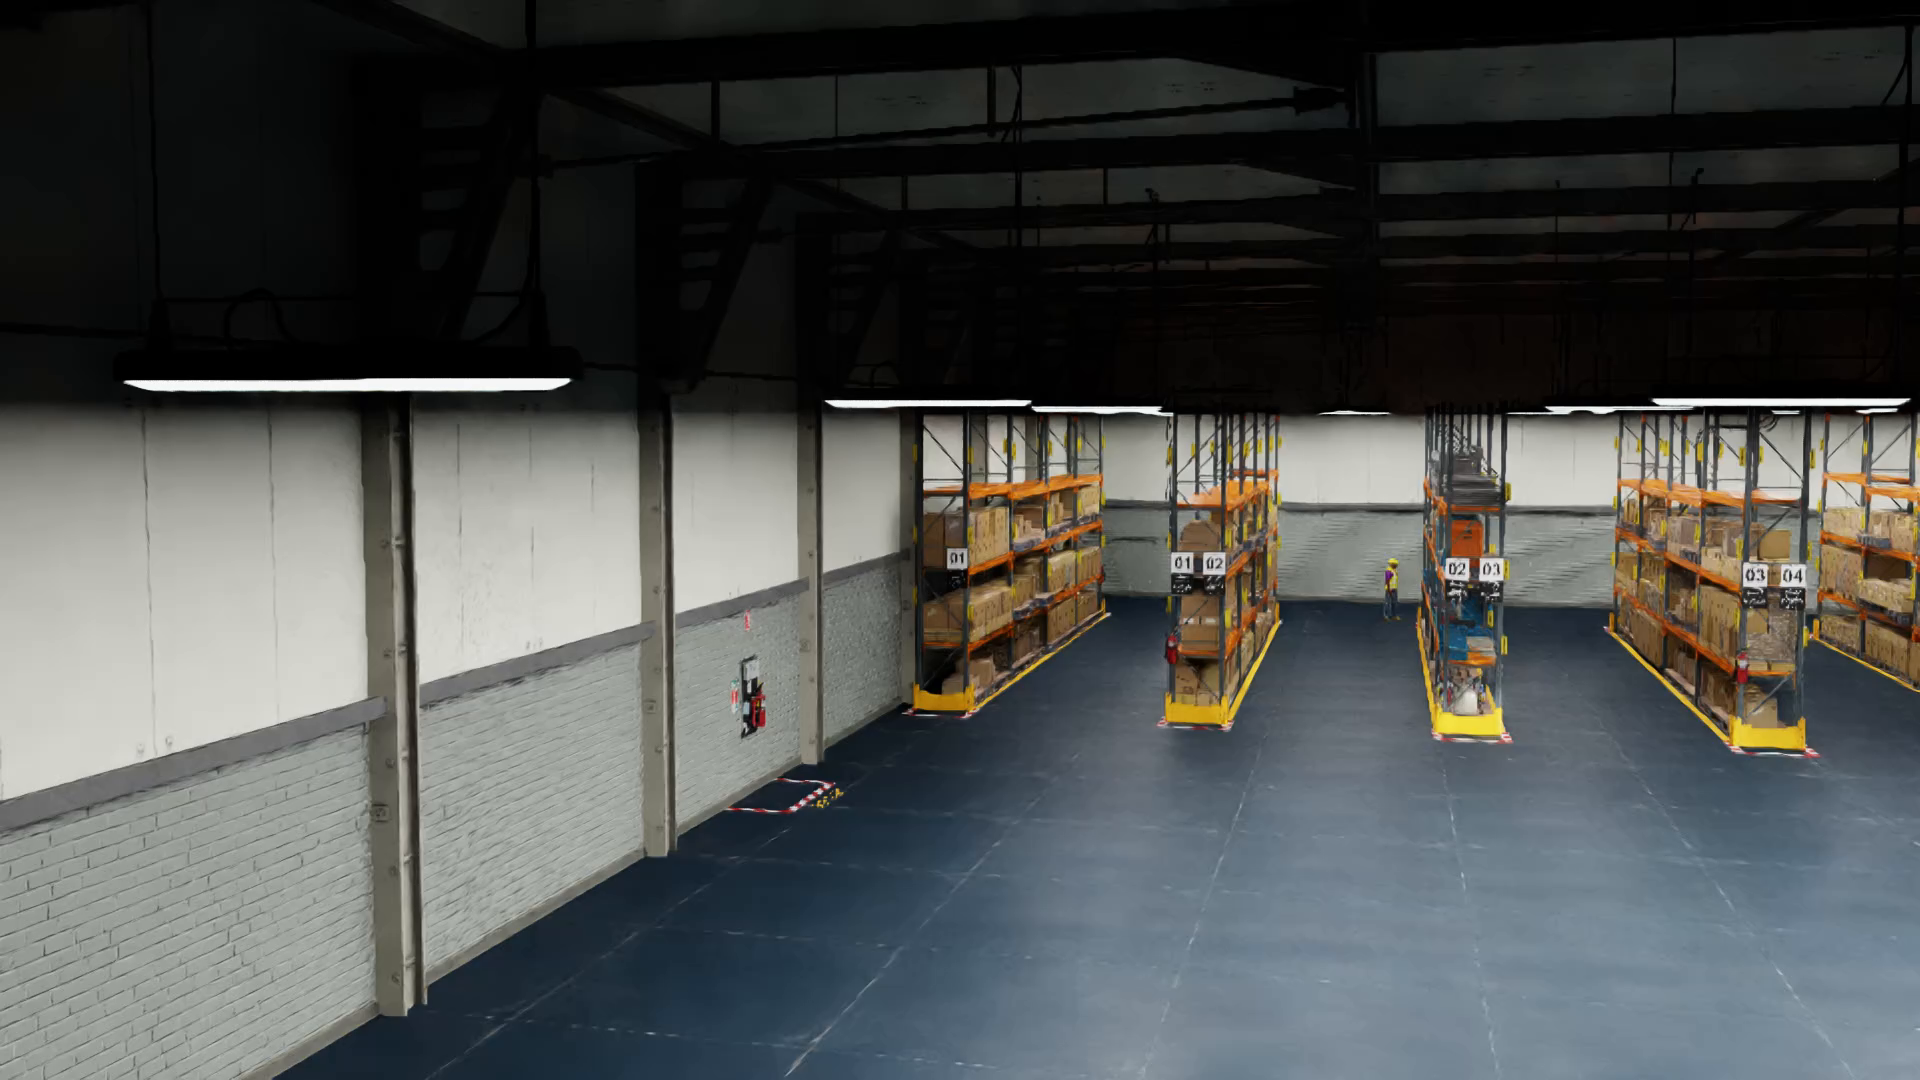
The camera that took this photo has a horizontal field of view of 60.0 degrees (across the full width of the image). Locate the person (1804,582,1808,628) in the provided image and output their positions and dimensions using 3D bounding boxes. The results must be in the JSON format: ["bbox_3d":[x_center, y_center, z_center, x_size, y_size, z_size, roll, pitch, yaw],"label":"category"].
[{"bbox_3d":[22.493,1.613,44.669,0.483,1.619,0.947,3,5,38],"label":"person"}]

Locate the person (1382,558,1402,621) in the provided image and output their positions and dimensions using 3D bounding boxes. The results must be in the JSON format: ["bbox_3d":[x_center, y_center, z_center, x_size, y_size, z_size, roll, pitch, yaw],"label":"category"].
[{"bbox_3d":[12.146,1.372,46.754,0.428,1.768,0.652,3,5,35],"label":"person"}]
